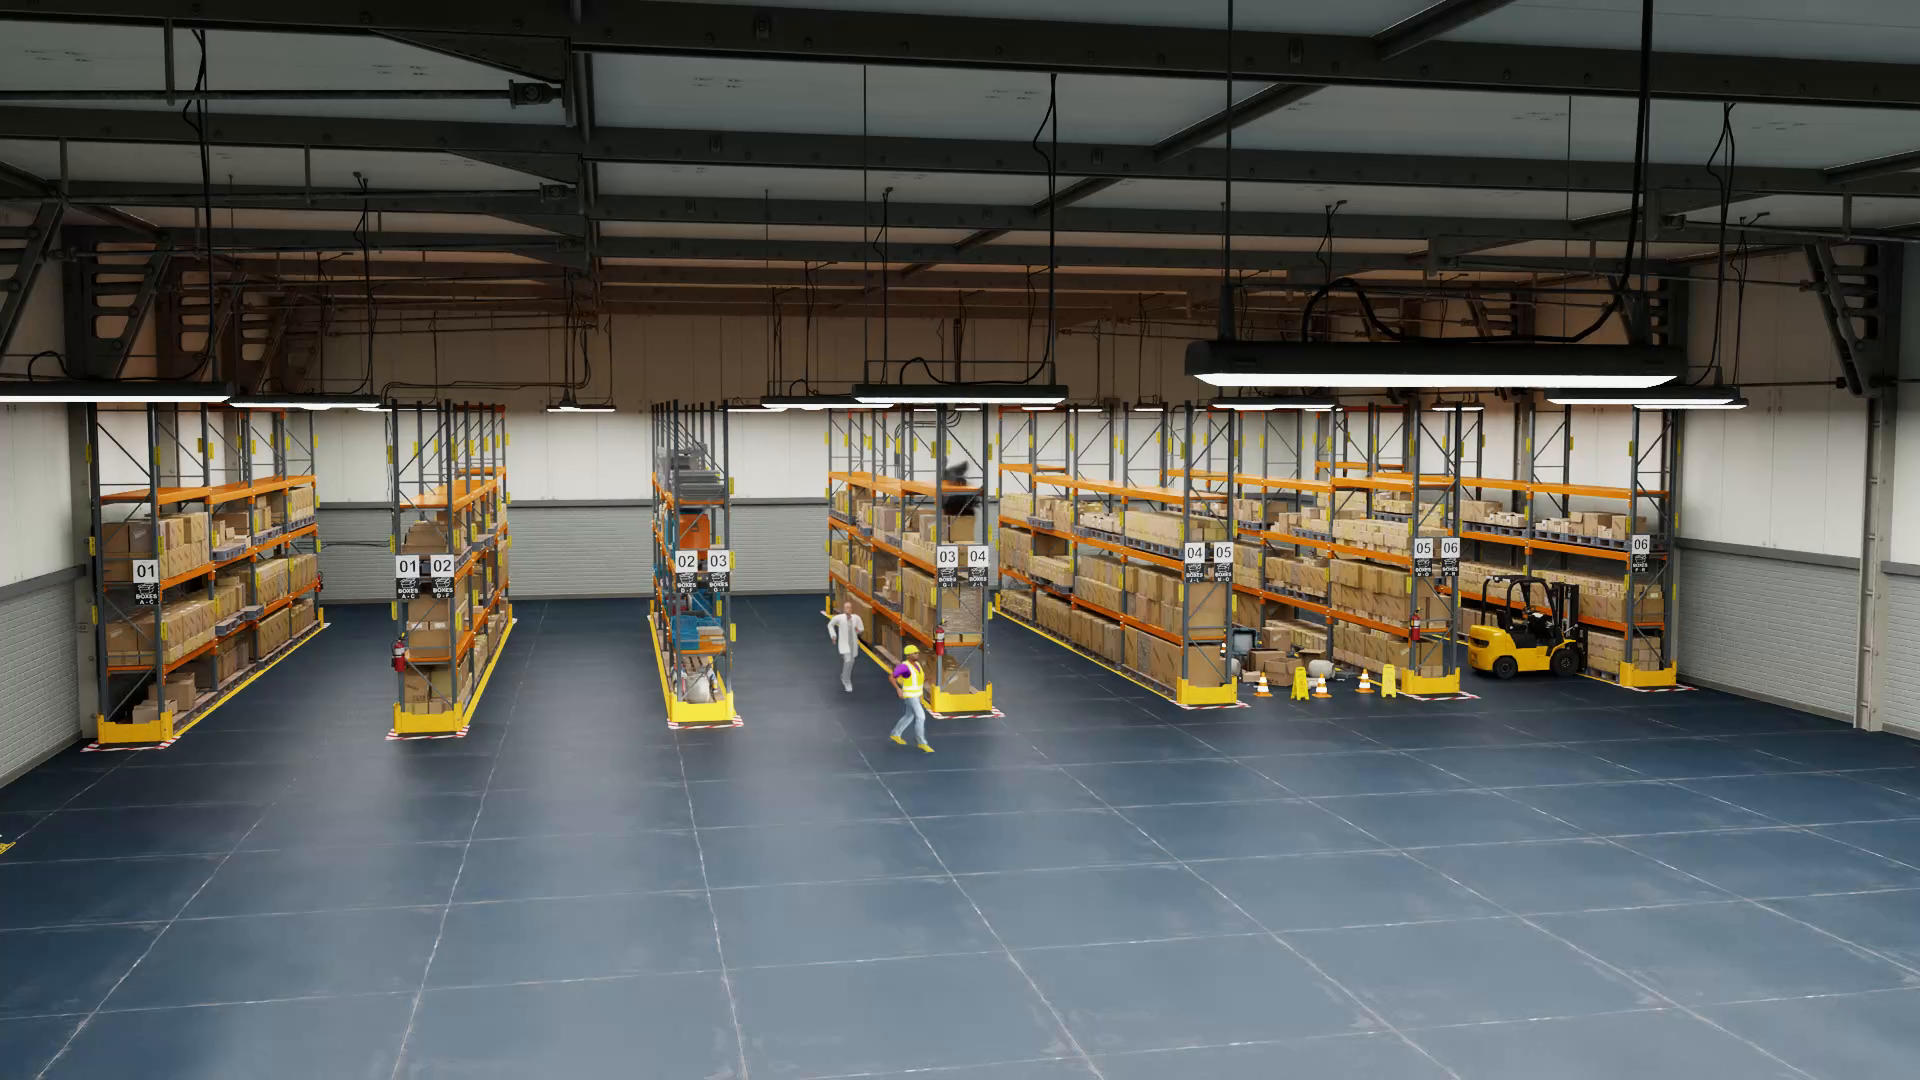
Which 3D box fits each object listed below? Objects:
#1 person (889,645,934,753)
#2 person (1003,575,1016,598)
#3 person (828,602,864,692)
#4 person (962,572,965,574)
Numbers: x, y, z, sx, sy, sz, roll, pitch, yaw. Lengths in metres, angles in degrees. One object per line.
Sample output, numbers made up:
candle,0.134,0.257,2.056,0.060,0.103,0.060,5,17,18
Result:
person,-0.818,2.687,28.340,0.876,1.802,0.685,2,5,20
person,1.553,1.122,49.998,0.819,1.693,0.627,-2,5,-20
person,-2.344,2.324,34.693,0.672,1.640,0.847,-2,5,-29
person,-0.097,1.274,48.401,0.606,1.630,0.781,3,5,32
